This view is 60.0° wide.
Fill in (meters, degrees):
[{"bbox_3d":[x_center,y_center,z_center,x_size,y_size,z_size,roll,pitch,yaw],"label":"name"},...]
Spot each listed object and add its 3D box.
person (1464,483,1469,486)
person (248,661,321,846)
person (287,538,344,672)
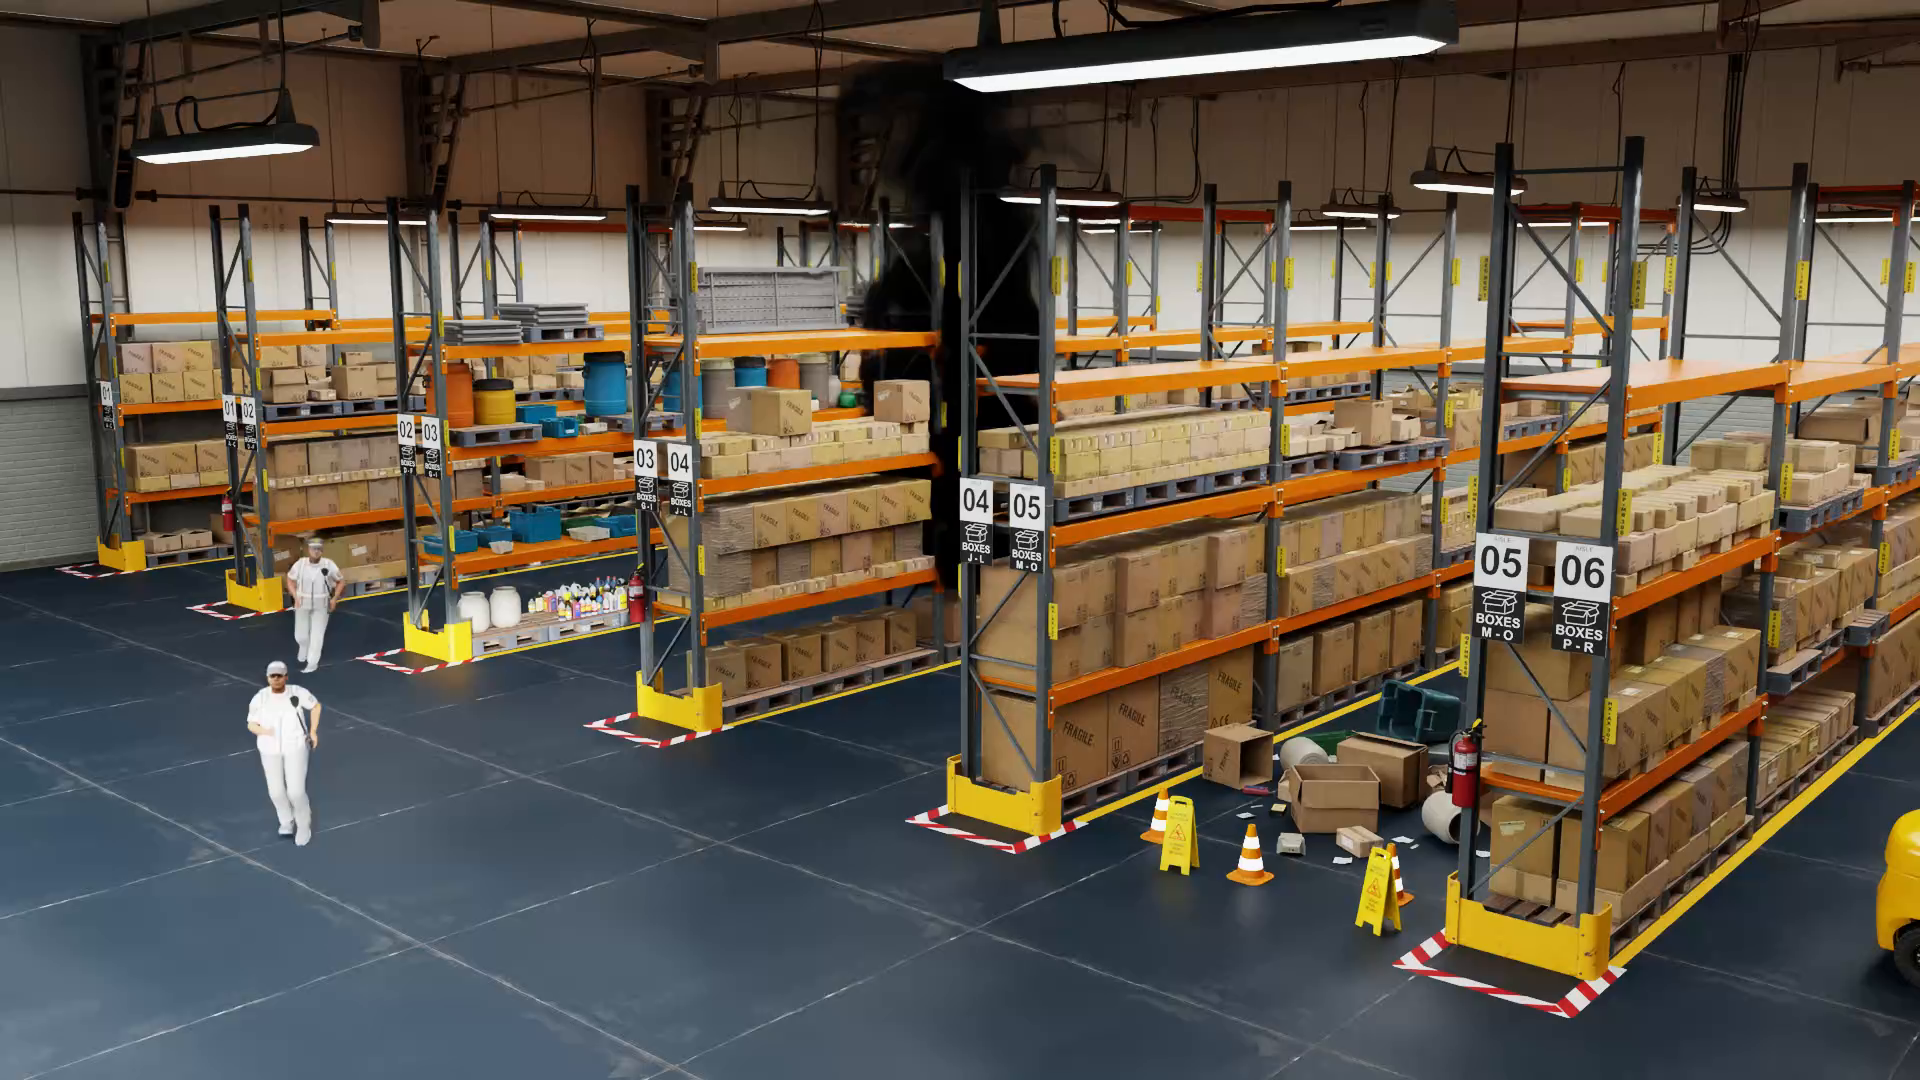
[{"bbox_3d":[8.268,-0.109,26.939,0.765,1.611,0.596,-9,13,-43],"label":"person"},{"bbox_3d":[-6.047,1.908,14.869,0.558,1.685,0.688,-2,10,-12],"label":"person"},{"bbox_3d":[-8.245,0.802,21.314,0.687,1.721,0.578,-3,10,-15],"label":"person"}]
